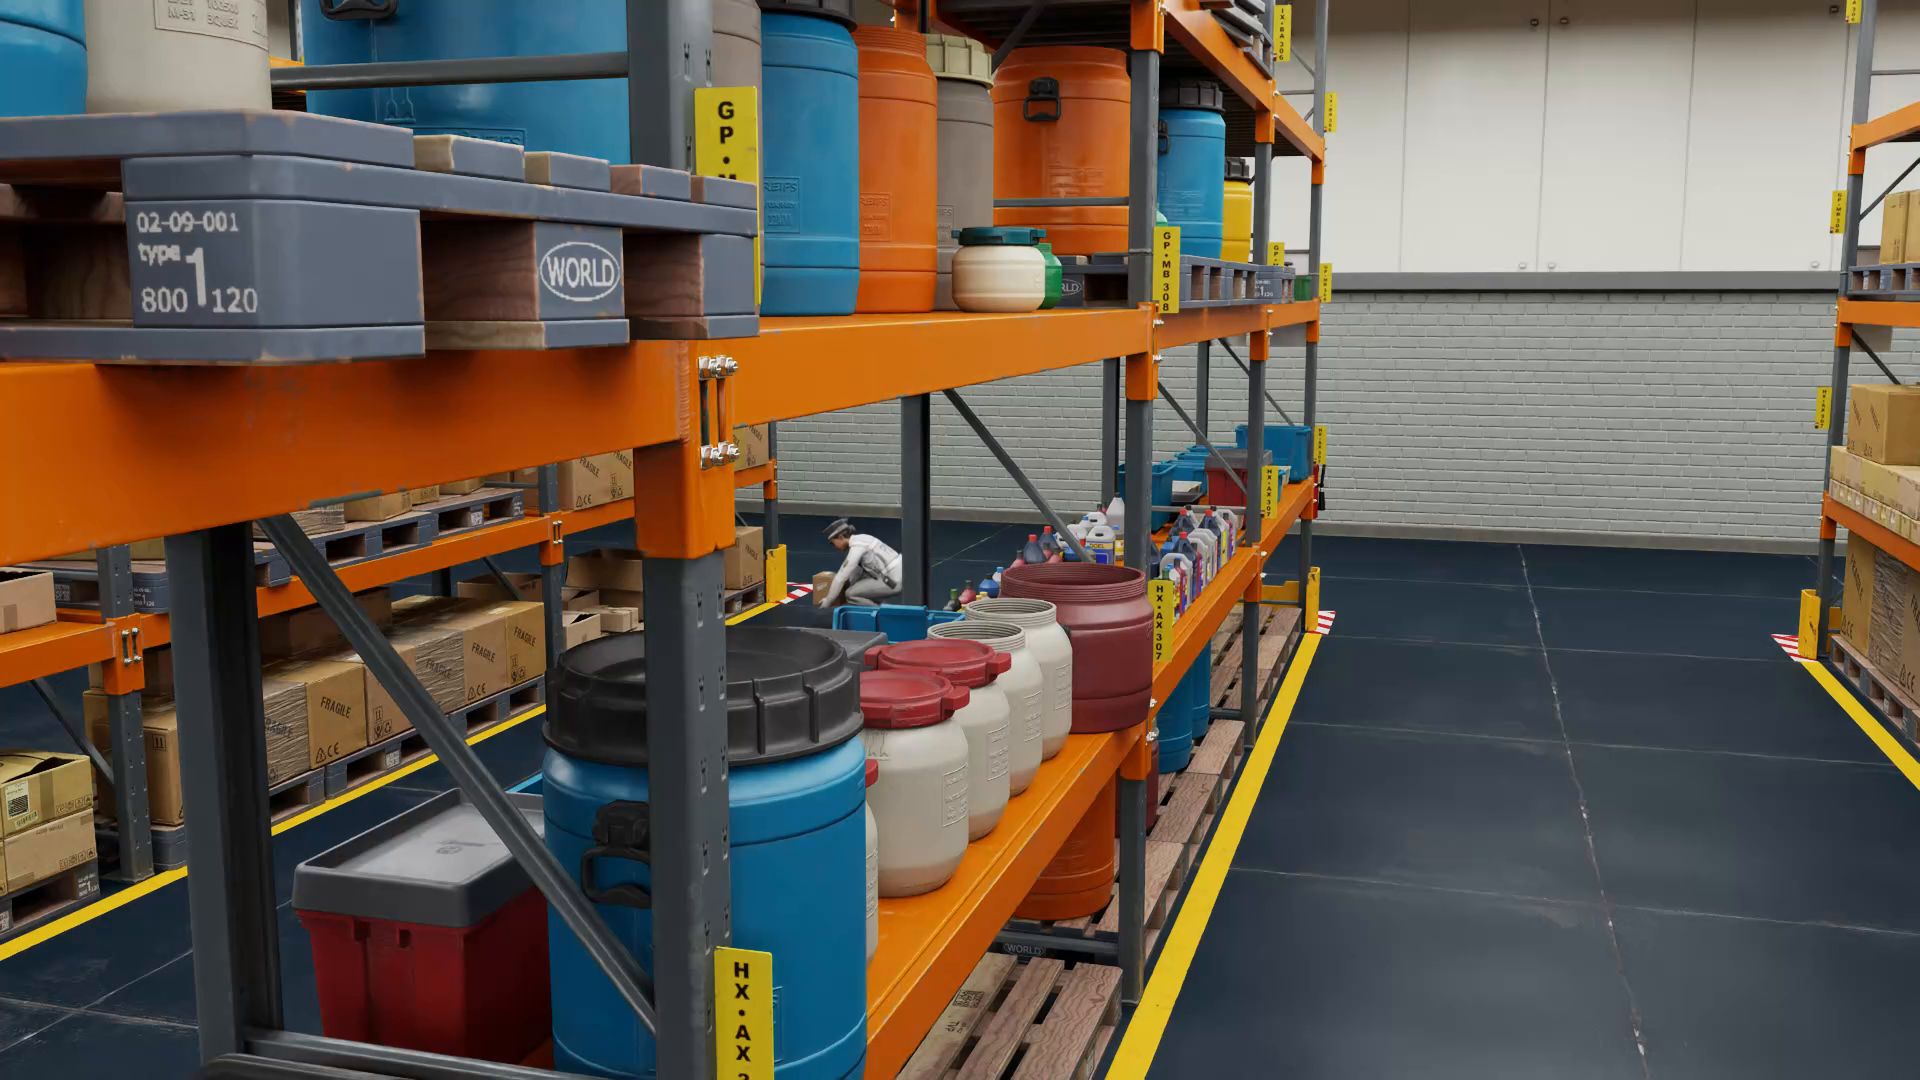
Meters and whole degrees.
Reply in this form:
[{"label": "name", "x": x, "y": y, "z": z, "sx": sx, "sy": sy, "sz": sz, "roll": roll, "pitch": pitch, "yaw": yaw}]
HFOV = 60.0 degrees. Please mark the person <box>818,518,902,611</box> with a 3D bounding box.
[{"label": "person", "x": -0.792, "y": 0.291, "z": 14.294, "sx": 0.823, "sy": 0.964, "sz": 0.496, "roll": 2, "pitch": 9, "yaw": 16}]
